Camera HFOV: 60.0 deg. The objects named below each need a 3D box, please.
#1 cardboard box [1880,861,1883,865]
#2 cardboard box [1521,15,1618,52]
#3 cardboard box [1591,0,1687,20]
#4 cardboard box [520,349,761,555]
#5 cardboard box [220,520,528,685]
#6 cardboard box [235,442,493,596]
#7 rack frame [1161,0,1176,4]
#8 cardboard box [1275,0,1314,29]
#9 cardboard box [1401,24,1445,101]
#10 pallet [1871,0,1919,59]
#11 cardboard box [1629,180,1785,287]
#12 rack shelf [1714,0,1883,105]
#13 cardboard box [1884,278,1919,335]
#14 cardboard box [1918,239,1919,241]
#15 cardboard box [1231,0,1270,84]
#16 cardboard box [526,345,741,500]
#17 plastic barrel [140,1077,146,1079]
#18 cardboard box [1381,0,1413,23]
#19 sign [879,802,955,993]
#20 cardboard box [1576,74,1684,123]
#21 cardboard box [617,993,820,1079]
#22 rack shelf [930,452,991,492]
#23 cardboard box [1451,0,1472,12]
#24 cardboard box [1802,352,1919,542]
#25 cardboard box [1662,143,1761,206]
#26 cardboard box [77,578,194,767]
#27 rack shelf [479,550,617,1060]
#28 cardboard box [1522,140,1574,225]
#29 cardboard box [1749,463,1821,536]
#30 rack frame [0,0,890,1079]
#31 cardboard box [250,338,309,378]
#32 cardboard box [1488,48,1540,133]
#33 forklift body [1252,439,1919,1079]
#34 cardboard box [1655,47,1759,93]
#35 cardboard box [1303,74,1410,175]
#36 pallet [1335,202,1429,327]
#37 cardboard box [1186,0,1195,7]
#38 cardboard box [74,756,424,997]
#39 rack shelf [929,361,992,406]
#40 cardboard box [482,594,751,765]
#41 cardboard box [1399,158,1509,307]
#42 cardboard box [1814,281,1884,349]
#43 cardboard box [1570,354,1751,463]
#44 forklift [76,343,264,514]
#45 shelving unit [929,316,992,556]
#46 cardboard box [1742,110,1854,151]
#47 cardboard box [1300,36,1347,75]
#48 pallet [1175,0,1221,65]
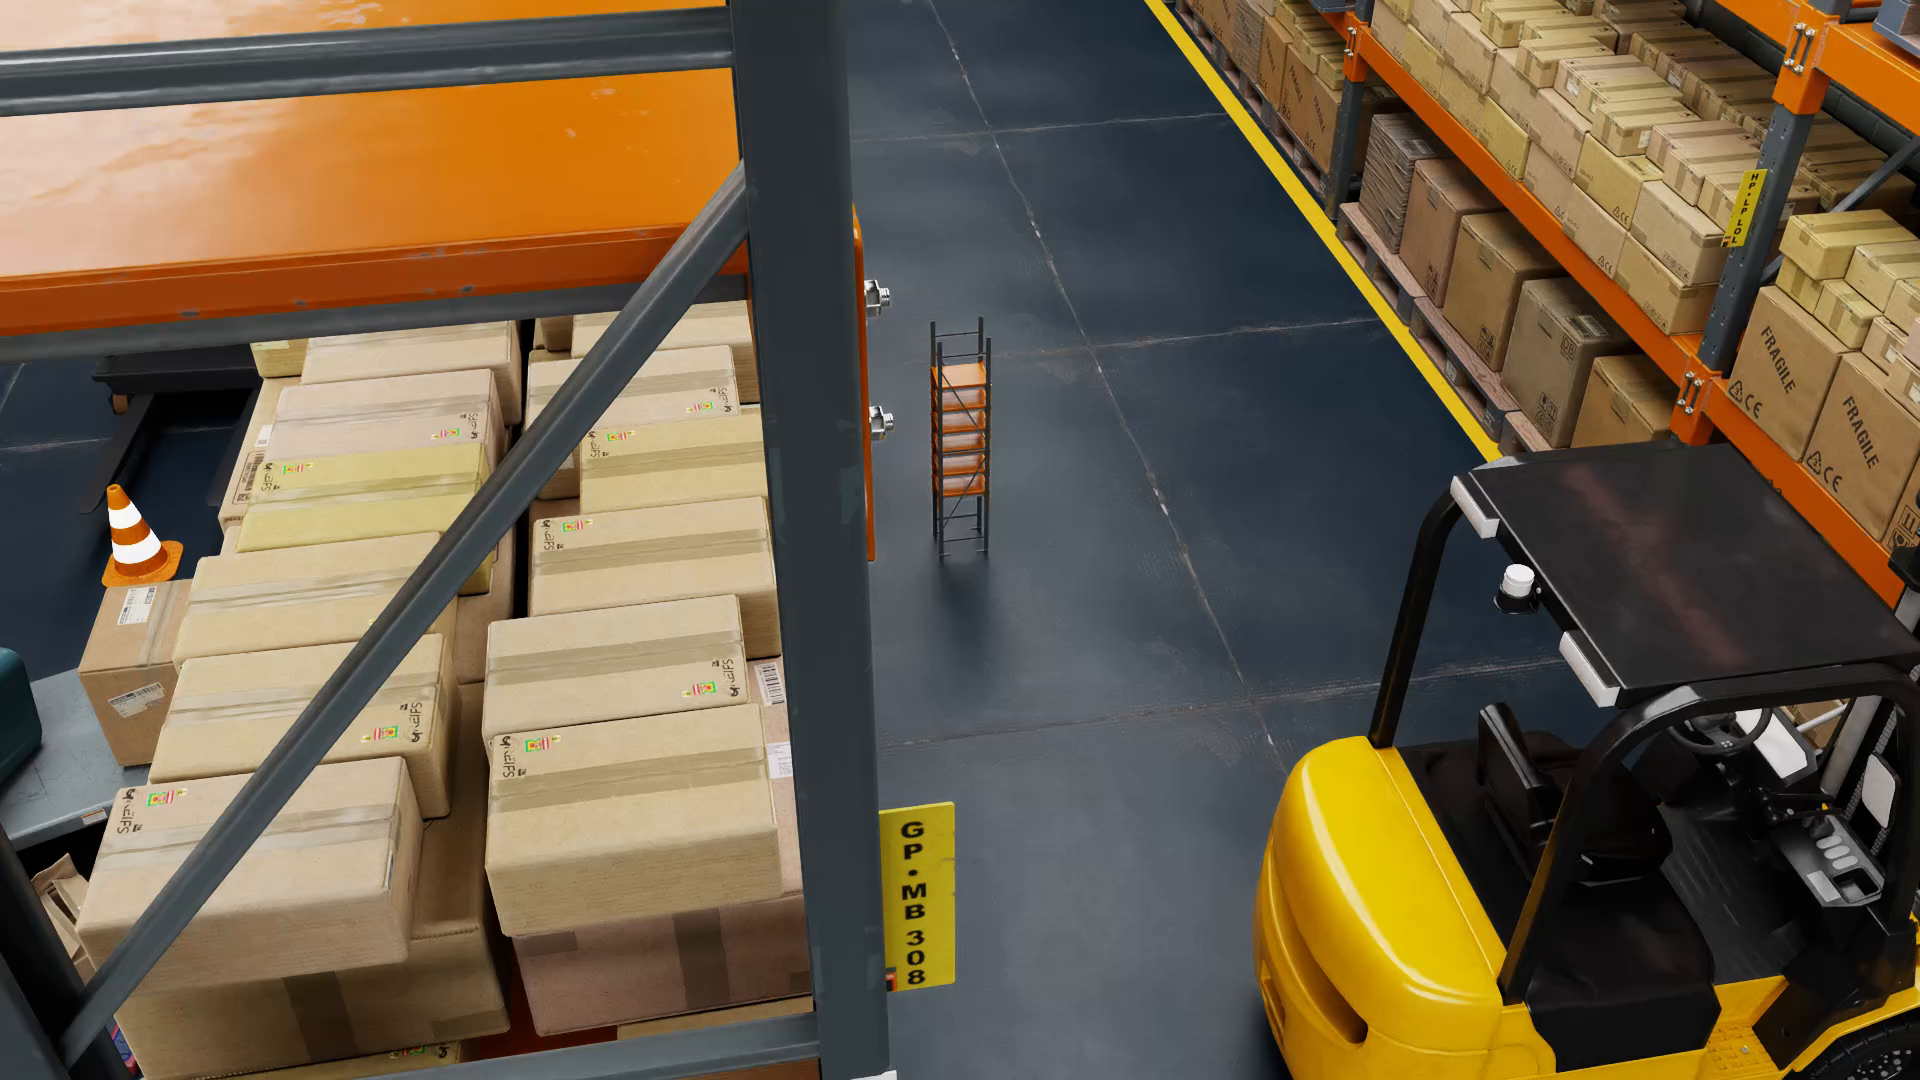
[{"bbox_3d":[3.633,1.240,6.008,0.500,0.250,0.500,-5,38,-7],"label":"cardboard box"},{"bbox_3d":[3.037,-2.493,8.304,0.380,0.149,0.250,-6,38,-8],"label":"cardboard box"},{"bbox_3d":[3.498,-2.710,8.583,0.380,0.149,0.250,-7,38,-9],"label":"cardboard box"},{"bbox_3d":[-0.610,-0.168,3.356,0.500,0.250,0.500,-5,38,-7],"label":"cardboard box"},{"bbox_3d":[-1.019,0.193,2.891,0.500,0.250,0.500,-7,38,-9],"label":"cardboard box"},{"bbox_3d":[-1.004,-0.022,2.843,0.380,0.149,0.250,-6,38,-8],"label":"cardboard box"},{"bbox_3d":[2.192,-5.763,13.122,1.000,3.000,0.127,-6,38,-8],"label":"rack frame"},{"bbox_3d":[2.431,-3.693,11.625,0.380,0.149,0.250,-7,38,-9],"label":"cardboard box"},{"bbox_3d":[2.814,-2.689,9.288,0.500,0.250,0.500,-7,38,-9],"label":"cardboard box"},{"bbox_3d":[3.770,-1.568,5.350,1.003,0.211,1.213,-6,38,-8],"label":"pallet"},{"bbox_3d":[3.257,-1.338,7.142,0.500,0.250,0.500,-7,38,-9],"label":"cardboard box"},{"bbox_3d":[3.244,-3.039,7.758,1.077,0.370,4.000,-6,38,-8],"label":"rack shelf"},{"bbox_3d":[3.547,-0.818,5.905,0.380,0.149,0.250,-7,38,-9],"label":"cardboard box"},{"bbox_3d":[3.904,-1.060,6.459,0.380,0.149,0.250,-6,38,-8],"label":"cardboard box"},{"bbox_3d":[2.327,-3.689,12.148,0.500,0.500,0.500,-8,38,-10],"label":"cardboard box"},{"bbox_3d":[-0.603,-0.222,3.101,0.380,0.149,0.250,-6,38,-8],"label":"cardboard box"},{"bbox_3d":[-2.443,1.954,5.289,0.512,0.421,0.421,19,42,23],"label":"plastic barrel"},{"bbox_3d":[2.706,-3.188,9.523,0.500,0.250,0.500,-6,38,-8],"label":"cardboard box"},{"bbox_3d":[-0.056,0.433,1.990,0.100,0.325,0.005,-6,38,-8],"label":"sign"},{"bbox_3d":[3.101,-2.026,7.702,0.380,0.149,0.250,-7,38,-9],"label":"cardboard box"},{"bbox_3d":[-0.329,0.701,2.562,0.380,0.149,0.250,-6,38,-8],"label":"cardboard box"},{"bbox_3d":[0.003,-0.335,7.871,0.258,0.103,0.180,-6,38,-8],"label":"rack shelf"},{"bbox_3d":[2.836,-2.948,8.889,0.380,0.149,0.250,-6,38,-7],"label":"cardboard box"},{"bbox_3d":[3.523,-0.361,6.088,0.500,0.500,0.500,-6,38,-7],"label":"cardboard box"},{"bbox_3d":[3.253,-1.563,7.106,0.380,0.149,0.250,-7,38,-9],"label":"cardboard box"},{"bbox_3d":[-3.038,0.503,6.478,0.500,0.500,0.500,-6,38,-8],"label":"cardboard box"},{"bbox_3d":[-0.941,-0.087,3.958,1.077,0.370,4.000,-6,38,-8],"label":"rack shelf"},{"bbox_3d":[3.098,-1.754,8.085,0.500,0.250,0.500,-6,38,-8],"label":"cardboard box"},{"bbox_3d":[3.371,-0.080,6.891,0.500,0.250,0.500,-7,38,-9],"label":"cardboard box"},{"bbox_3d":[-0.590,-0.348,1.262,1.000,3.000,0.127,-6,38,-8],"label":"rack frame"},{"bbox_3d":[-1.242,-0.474,3.425,0.380,0.149,0.250,-5,38,-7],"label":"cardboard box"},{"bbox_3d":[3.006,-2.264,8.334,0.500,0.250,0.500,-6,38,-7],"label":"cardboard box"},{"bbox_3d":[2.168,0.871,5.275,2.313,2.155,1.214,-6,38,-8],"label":"forklift body"},{"bbox_3d":[3.573,-2.237,7.975,0.380,0.149,0.250,-7,38,-8],"label":"cardboard box"},{"bbox_3d":[2.608,-2.758,10.950,0.500,0.500,0.500,-5,38,-7],"label":"cardboard box"},{"bbox_3d":[2.999,-1.744,10.223,1.003,0.211,1.213,-6,38,-8],"label":"pallet"},{"bbox_3d":[2.056,-4.625,13.353,0.500,0.500,0.500,-5,38,-6],"label":"cardboard box"},{"bbox_3d":[-0.940,0.449,2.237,0.380,0.149,0.250,-6,38,-8],"label":"cardboard box"},{"bbox_3d":[0.003,-0.714,7.577,0.258,0.103,0.180,-6,38,-8],"label":"rack shelf"},{"bbox_3d":[-0.511,0.234,2.513,0.380,0.149,0.250,-6,38,-8],"label":"cardboard box"},{"bbox_3d":[3.112,-1.803,9.619,0.875,0.625,0.625,-5,38,-6],"label":"cardboard box"},{"bbox_3d":[3.439,-0.849,6.188,0.380,0.149,0.250,-5,38,-7],"label":"cardboard box"},{"bbox_3d":[3.492,-0.473,7.907,0.875,0.625,0.625,-5,38,-6],"label":"cardboard box"},{"bbox_3d":[-4.043,-2.053,8.403,1.130,2.935,3.031,-4,38,-5],"label":"forklift"},{"bbox_3d":[0.003,-0.465,7.771,0.258,1.200,0.189,-6,38,-8],"label":"shelving unit"},{"bbox_3d":[3.706,-1.780,7.386,0.380,0.149,0.250,-6,38,-8],"label":"cardboard box"},{"bbox_3d":[2.479,-3.214,11.009,0.380,0.149,0.250,-8,39,-10],"label":"cardboard box"},{"bbox_3d":[2.372,-4.174,13.351,1.003,0.211,1.213,-6,38,-8],"label":"pallet"}]
